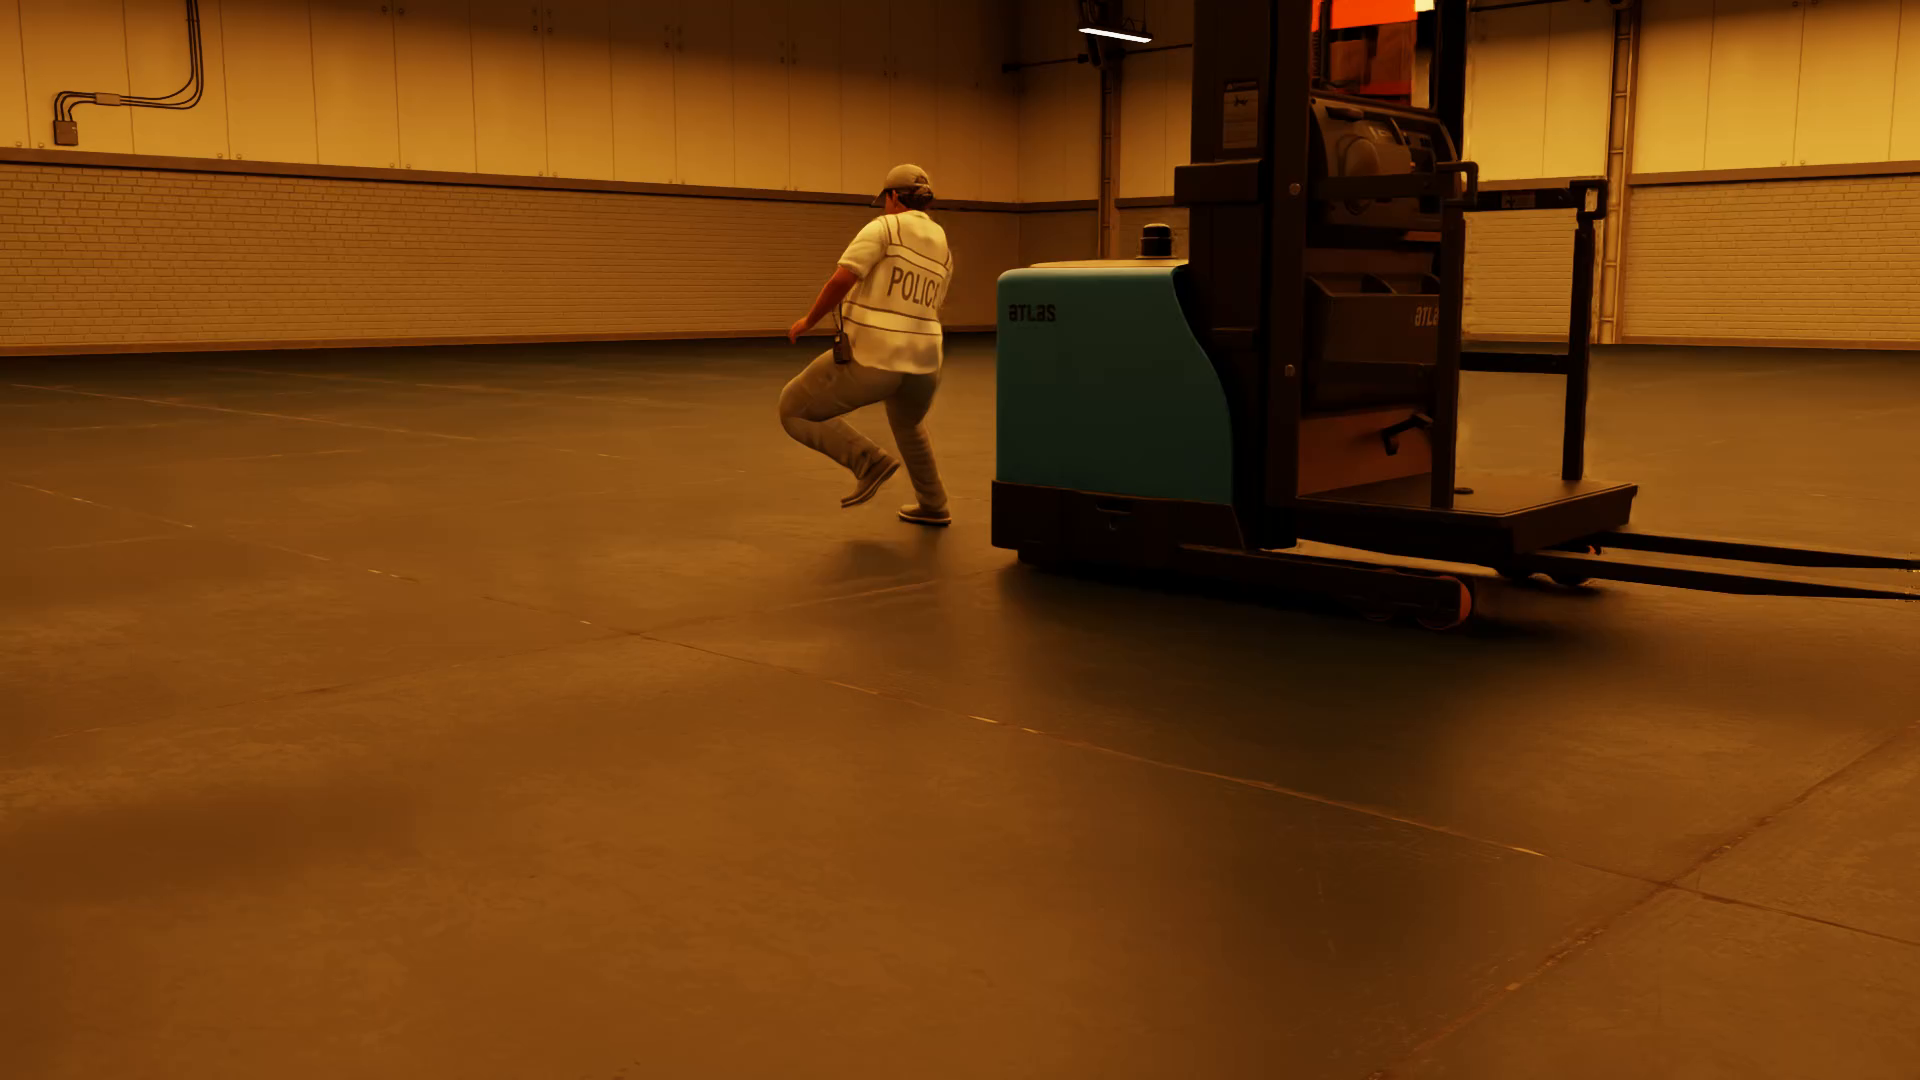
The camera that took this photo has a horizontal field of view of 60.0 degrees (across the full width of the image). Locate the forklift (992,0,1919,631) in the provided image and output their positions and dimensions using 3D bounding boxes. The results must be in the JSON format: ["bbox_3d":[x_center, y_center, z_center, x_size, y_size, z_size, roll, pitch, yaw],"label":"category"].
[{"bbox_3d":[1.554,-1.268,5.296,3.031,2.935,1.130,7,11,41],"label":"forklift"}]

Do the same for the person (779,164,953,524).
[{"bbox_3d":[-0.330,-0.774,6.819,0.799,1.492,0.702,-7,11,-40],"label":"person"}]
